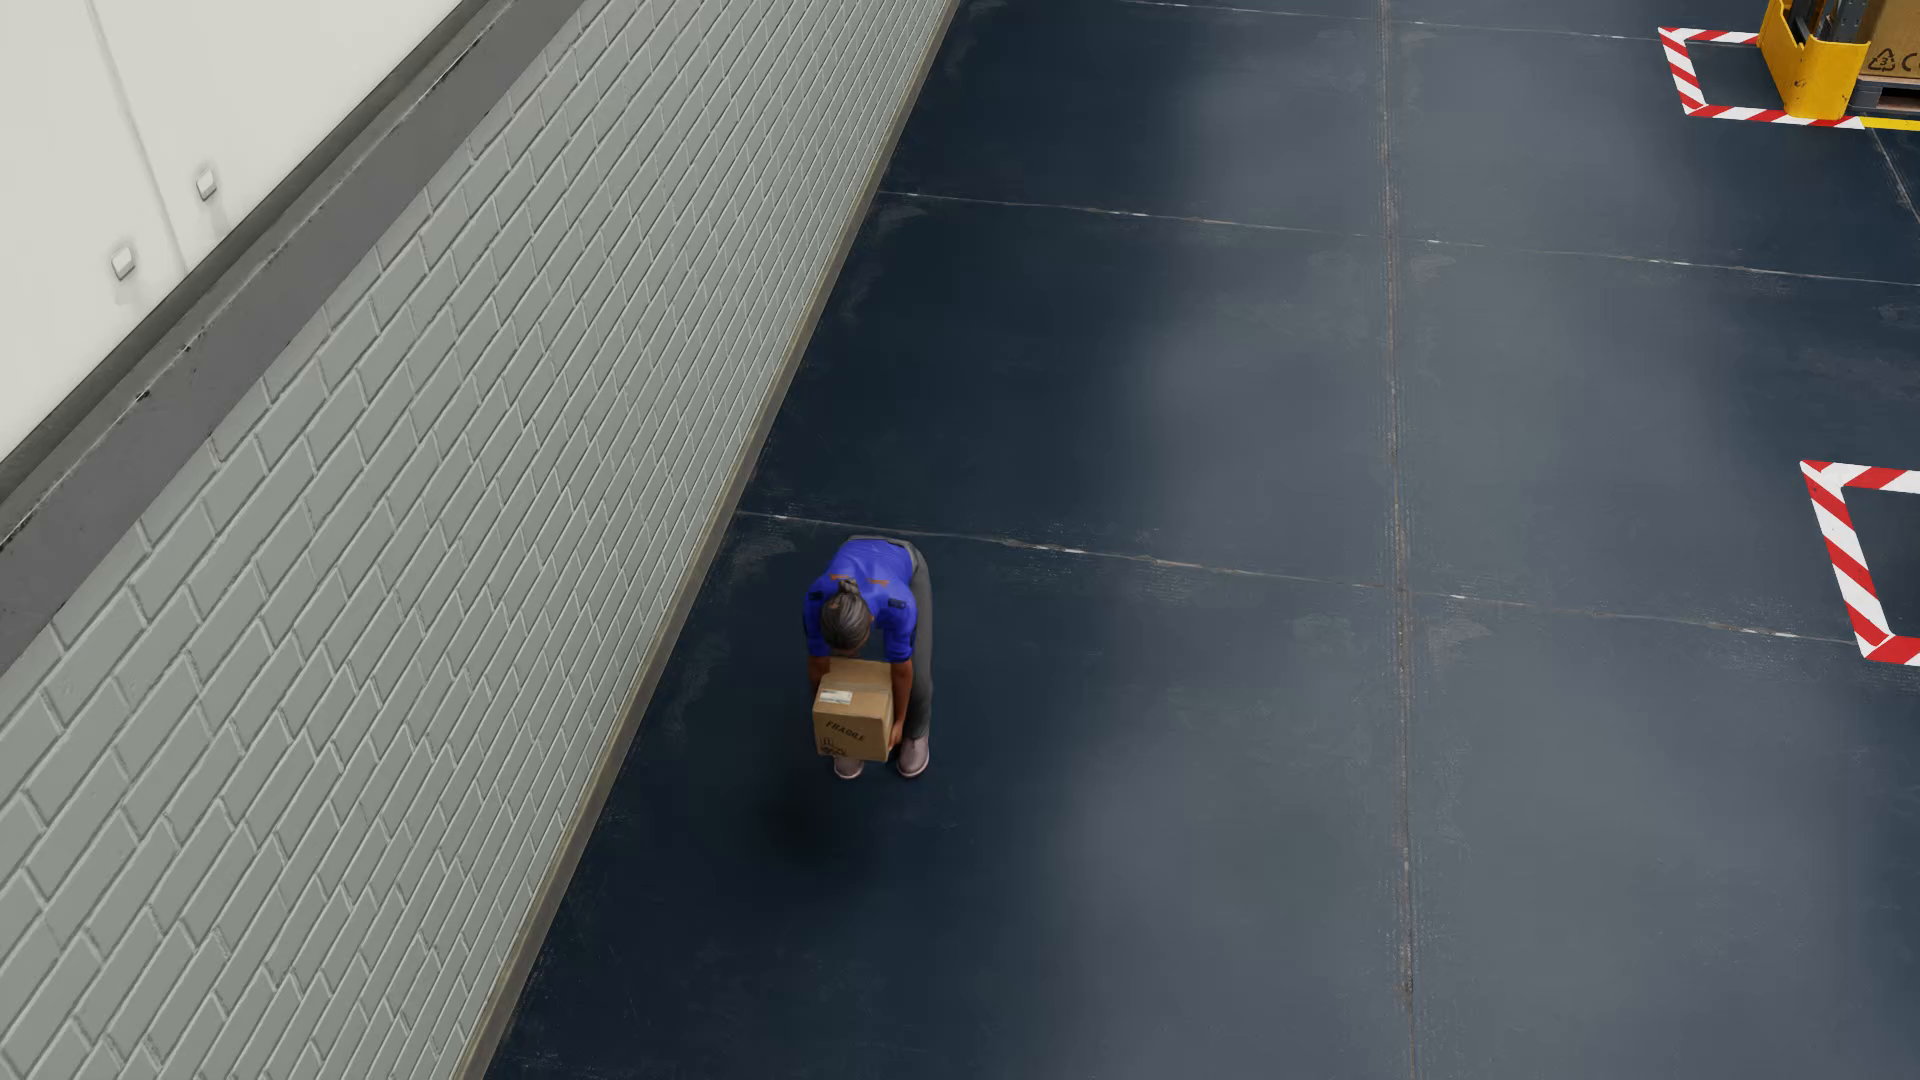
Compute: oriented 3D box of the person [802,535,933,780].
[{"bbox_3d":[-0.328,0.465,5.939,0.406,1.253,0.824,6,41,6],"label":"person"}]
